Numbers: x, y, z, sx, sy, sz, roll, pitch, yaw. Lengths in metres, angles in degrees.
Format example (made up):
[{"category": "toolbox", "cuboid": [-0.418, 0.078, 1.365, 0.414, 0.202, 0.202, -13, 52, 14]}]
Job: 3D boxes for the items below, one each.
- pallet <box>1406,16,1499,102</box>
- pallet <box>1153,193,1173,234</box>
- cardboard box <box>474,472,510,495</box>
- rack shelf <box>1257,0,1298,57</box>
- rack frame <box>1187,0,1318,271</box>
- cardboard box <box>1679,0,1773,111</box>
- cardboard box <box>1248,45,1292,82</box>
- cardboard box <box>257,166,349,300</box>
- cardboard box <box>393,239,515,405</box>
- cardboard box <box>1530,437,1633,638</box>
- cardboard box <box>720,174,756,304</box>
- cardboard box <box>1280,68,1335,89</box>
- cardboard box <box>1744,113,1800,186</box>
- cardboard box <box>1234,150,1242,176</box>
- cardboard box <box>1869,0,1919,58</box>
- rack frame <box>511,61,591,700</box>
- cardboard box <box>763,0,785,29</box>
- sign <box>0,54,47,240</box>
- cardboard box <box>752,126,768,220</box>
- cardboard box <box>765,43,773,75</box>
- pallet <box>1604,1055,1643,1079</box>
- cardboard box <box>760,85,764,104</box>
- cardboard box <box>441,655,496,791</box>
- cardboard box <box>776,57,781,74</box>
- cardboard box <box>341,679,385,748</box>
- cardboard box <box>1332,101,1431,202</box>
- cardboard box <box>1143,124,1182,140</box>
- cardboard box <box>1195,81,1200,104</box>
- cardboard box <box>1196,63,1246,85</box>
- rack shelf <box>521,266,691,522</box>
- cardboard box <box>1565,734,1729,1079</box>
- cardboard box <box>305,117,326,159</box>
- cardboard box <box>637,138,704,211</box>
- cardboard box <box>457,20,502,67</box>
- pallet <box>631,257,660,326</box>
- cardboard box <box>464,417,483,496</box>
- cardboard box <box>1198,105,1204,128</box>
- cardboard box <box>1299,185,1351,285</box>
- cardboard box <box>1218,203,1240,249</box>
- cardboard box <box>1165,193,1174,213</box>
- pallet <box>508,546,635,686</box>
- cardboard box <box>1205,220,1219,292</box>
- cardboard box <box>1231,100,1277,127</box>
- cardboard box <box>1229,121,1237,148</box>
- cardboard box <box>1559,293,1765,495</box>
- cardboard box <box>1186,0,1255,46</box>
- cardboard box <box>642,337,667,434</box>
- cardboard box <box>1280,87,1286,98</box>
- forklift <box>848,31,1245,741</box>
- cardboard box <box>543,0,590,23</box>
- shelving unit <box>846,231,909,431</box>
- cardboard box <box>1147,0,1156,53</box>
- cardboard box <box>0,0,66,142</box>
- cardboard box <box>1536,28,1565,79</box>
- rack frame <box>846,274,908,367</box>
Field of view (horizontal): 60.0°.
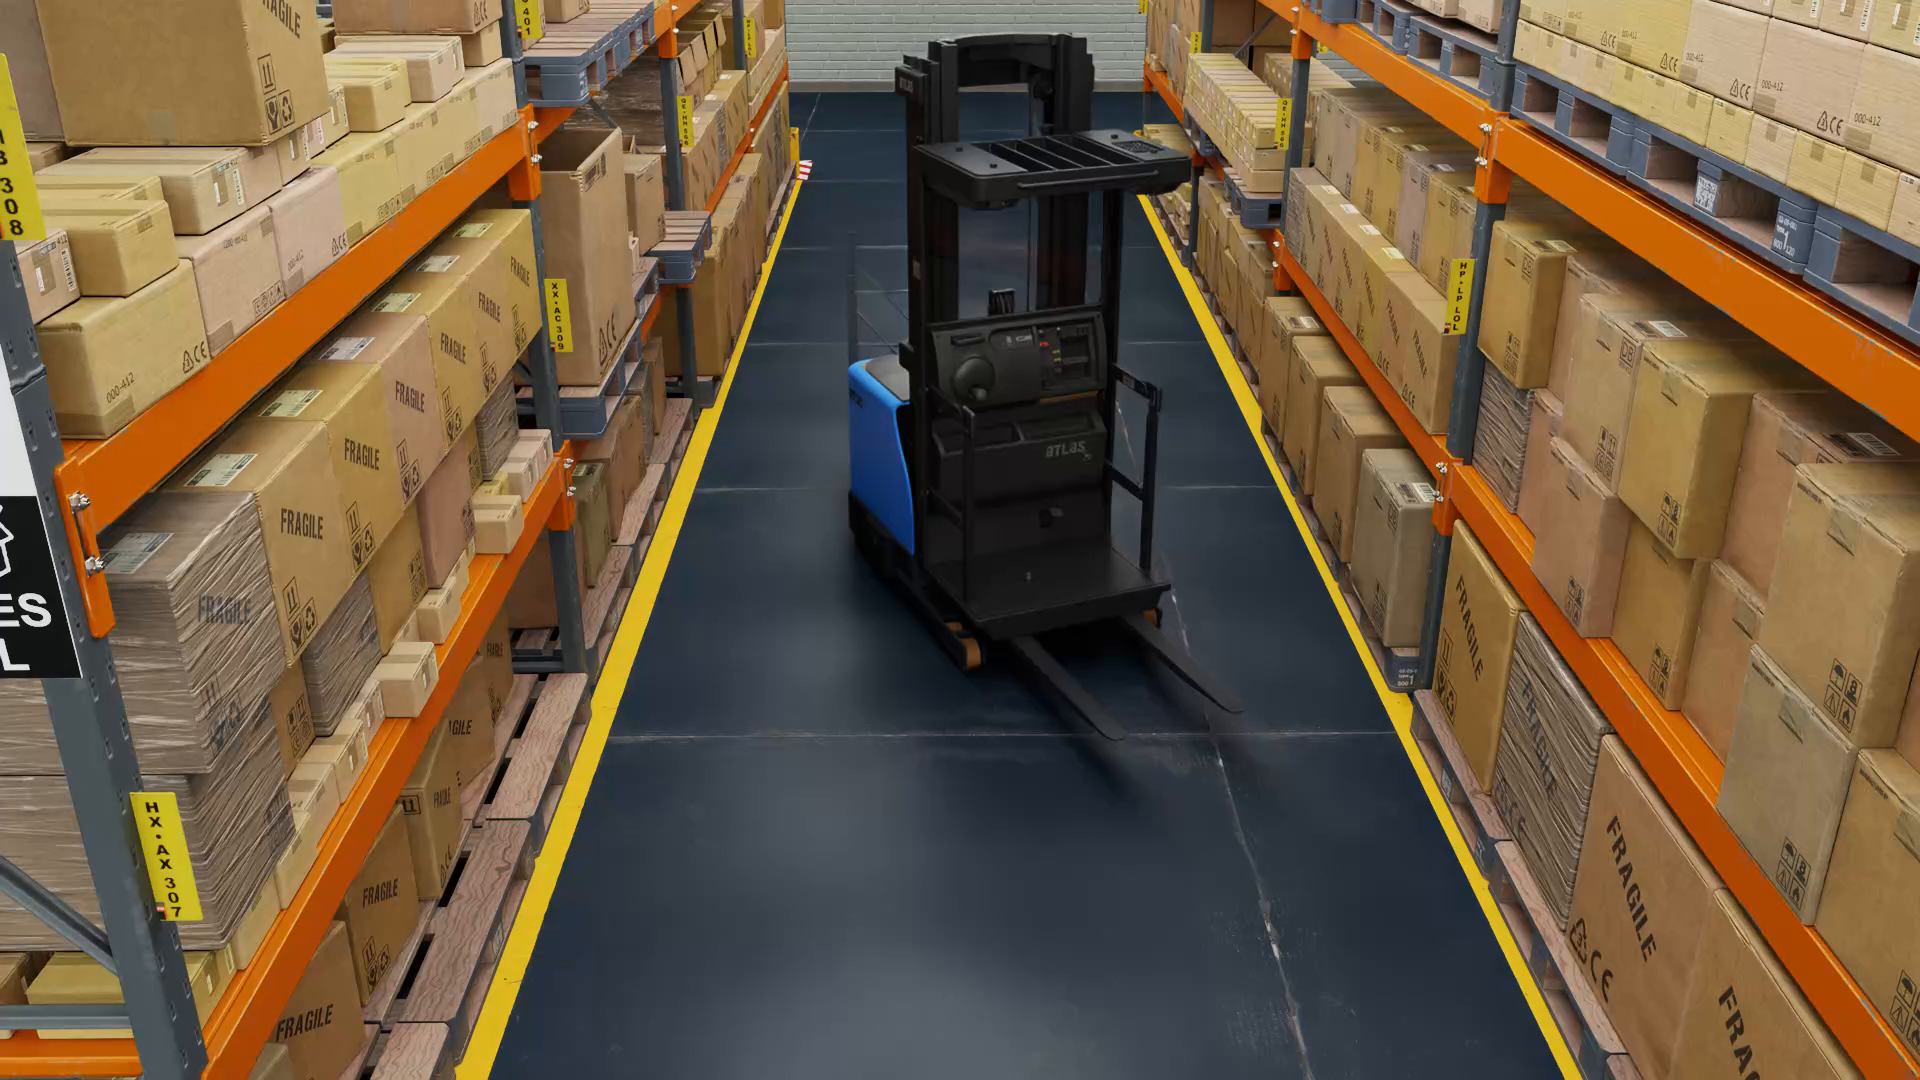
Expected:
[{"category": "pallet", "cuboid": [2.616, -2.209, 7.587, 0.805, 0.209, 1.217, -1, 24, -3]}, {"category": "pallet", "cuboid": [2.529, -3.359, 16.921, 1.003, 0.211, 1.213, 0, 24, -1]}, {"category": "cardboard box", "cuboid": [-2.053, -0.164, 6.777, 0.380, 0.149, 0.250, 0, 24, -1]}, {"category": "rack shelf", "cuboid": [2.610, -4.064, 12.328, 1.077, 0.370, 4.000, 0, 24, -1]}, {"category": "rack frame", "cuboid": [2.588, -3.849, 14.620, 1.000, 3.000, 0.127, 0, 24, -1]}, {"category": "cardboard box", "cuboid": [2.420, -1.396, 4.747, 0.500, 0.250, 0.500, 0, 24, 0]}, {"category": "cardboard box", "cuboid": [2.834, -4.235, 14.992, 0.500, 0.500, 0.500, -1, 24, -2]}, {"category": "cardboard box", "cuboid": [-2.002, -0.838, 4.505, 0.500, 0.250, 0.500, 0, 24, -1]}, {"category": "cardboard box", "cuboid": [-1.999, -0.818, 6.223, 0.500, 0.500, 0.500, 0, 24, -1]}, {"category": "cardboard box", "cuboid": [2.608, -0.019, 5.970, 0.875, 0.550, 0.550, 0, 24, -1]}, {"category": "cardboard box", "cuboid": [-2.335, -2.460, 13.617, 1.225, 0.875, 0.875, -1, 24, -2]}, {"category": "cardboard box", "cuboid": [2.795, -3.707, 13.380, 0.380, 0.149, 0.250, 0, 24, -1]}, {"category": "cardboard box", "cuboid": [2.363, -1.052, 4.471, 0.380, 0.149, 0.250, 0, 24, 0]}, {"category": "cardboard box", "cuboid": [2.162, -2.687, 11.846, 0.380, 0.149, 0.250, 0, 24, 0]}, {"category": "cardboard box", "cuboid": [2.367, -1.209, 3.850, 0.380, 0.149, 0.250, 0, 24, 0]}, {"category": "rack frame", "cuboid": [-2.286, -0.572, 7.374, 1.000, 3.000, 0.127, 0, 24, -1]}, {"category": "cardboard box", "cuboid": [-2.148, -5.726, 17.681, 0.500, 0.500, 0.500, 0, 24, 0]}, {"category": "sign", "cuboid": [-1.699, -0.691, 2.937, 0.100, 0.325, 0.005, 0, 24, -1]}, {"category": "cardboard box", "cuboid": [-2.300, -3.364, 15.616, 0.875, 0.875, 0.875, 0, 24, -1]}, {"category": "cardboard box", "cuboid": [-2.125, -4.752, 16.438, 0.500, 0.250, 0.500, 0, 24, 0]}, {"category": "pallet", "cuboid": [2.632, 2.037, 4.989, 1.003, 0.211, 1.213, 0, 24, -1]}, {"category": "cardboard box", "cuboid": [-2.054, -4.202, 15.706, 0.380, 0.149, 0.250, -1, 24, -2]}, {"category": "cardboard box", "cuboid": [-2.307, 0.777, 6.916, 0.500, 0.500, 0.500, 8, 25, 16]}, {"category": "cardboard box", "cuboid": [-2.076, -4.943, 17.344, 0.380, 0.149, 0.250, 0, 24, 0]}, {"category": "cardboard box", "cuboid": [-2.027, 0.557, 5.182, 0.380, 0.149, 0.250, 0, 24, -1]}, {"category": "cardboard box", "cuboid": [2.633, -2.308, 9.879, 0.700, 0.500, 0.500, -1, 24, -1]}, {"category": "cardboard box", "cuboid": [2.210, -4.443, 18.162, 0.380, 0.149, 0.250, -1, 24, -3]}, {"category": "cardboard box", "cuboid": [2.140, -3.684, 13.689, 0.380, 0.149, 0.250, 0, 24, 1]}, {"category": "cardboard box", "cuboid": [2.141, -3.812, 13.612, 0.380, 0.149, 0.250, 0, 24, 0]}, {"category": "rack shelf", "cuboid": [-2.307, -1.068, 9.345, 1.077, 0.370, 4.000, 0, 24, -1]}, {"category": "cardboard box", "cuboid": [2.634, 1.231, 5.457, 0.875, 0.875, 0.875, -1, 24, -1]}, {"category": "cardboard box", "cuboid": [-2.043, -1.157, 4.726, 0.380, 0.149, 0.250, -1, 24, -1]}, {"category": "cardboard box", "cuboid": [-2.063, -2.467, 11.443, 0.500, 0.500, 0.500, 0, 24, 1]}, {"category": "cardboard box", "cuboid": [-1.993, -1.919, 6.412, 0.380, 0.149, 0.250, 0, 24, 1]}, {"category": "pallet", "cuboid": [-2.267, -1.317, 9.255, 1.003, 0.211, 1.213, 0, 24, -1]}, {"category": "cardboard box", "cuboid": [-2.372, -0.361, 6.426, 0.875, 0.500, 0.500, 0, 24, -1]}, {"category": "cardboard box", "cuboid": [2.142, -3.441, 13.513, 0.380, 0.149, 0.250, 0, 24, 0]}, {"category": "cardboard box", "cuboid": [2.375, -1.850, 10.080, 0.500, 0.500, 0.500, 0, 24, -1]}, {"category": "cardboard box", "cuboid": [2.341, -2.508, 13.268, 0.500, 0.250, 0.500, 1, 24, 1]}, {"category": "cardboard box", "cuboid": [2.231, -3.328, 16.418, 0.380, 0.149, 0.250, 0, 24, -1]}, {"category": "pallet", "cuboid": [-2.296, 0.378, 8.658, 1.003, 0.211, 1.213, 0, 24, -1]}, {"category": "cardboard box", "cuboid": [2.338, -2.378, 13.891, 0.500, 0.500, 0.500, 1, 24, 2]}, {"category": "cardboard box", "cuboid": [2.158, -3.070, 11.971, 0.380, 0.149, 0.250, 0, 24, 1]}, {"category": "cardboard box", "cuboid": [2.158, -2.936, 12.036, 0.380, 0.149, 0.250, 0, 24, 0]}, {"category": "cardboard box", "cuboid": [2.635, -0.511, 5.748, 0.875, 0.550, 0.550, 0, 24, -1]}, {"category": "cardboard box", "cuboid": [2.312, -4.678, 14.758, 0.500, 0.500, 0.500, -1, 24, -2]}, {"category": "cardboard box", "cuboid": [-2.302, -1.006, 10.833, 0.700, 0.500, 0.500, -2, 24, -3]}, {"category": "cardboard box", "cuboid": [2.801, -3.575, 13.448, 0.380, 0.149, 0.250, -1, 24, -2]}, {"category": "forklift", "cuboid": [0.392, -0.883, 8.146, 1.130, 2.935, 3.031, -10, 26, -21]}, {"category": "cardboard box", "cuboid": [-2.203, -2.759, 7.936, 0.797, 0.503, 0.637, 1, 24, 2]}, {"category": "shelving unit", "cuboid": [-0.421, -1.036, 10.220, 0.538, 1.500, 1.048, -1, 24, -3]}, {"category": "cardboard box", "cuboid": [2.273, -5.492, 17.771, 0.500, 0.500, 0.500, 1, 24, 2]}, {"category": "cardboard box", "cuboid": [-2.512, -1.337, 4.336, 0.500, 0.500, 0.500, 0, 24, -1]}, {"category": "cardboard box", "cuboid": [2.344, -1.783, 6.087, 0.380, 0.149, 0.250, 0, 24, 0]}, {"category": "rack frame", "cuboid": [-0.396, -0.827, 9.757, 0.500, 1.500, 0.032, -1, 24, -3]}]
